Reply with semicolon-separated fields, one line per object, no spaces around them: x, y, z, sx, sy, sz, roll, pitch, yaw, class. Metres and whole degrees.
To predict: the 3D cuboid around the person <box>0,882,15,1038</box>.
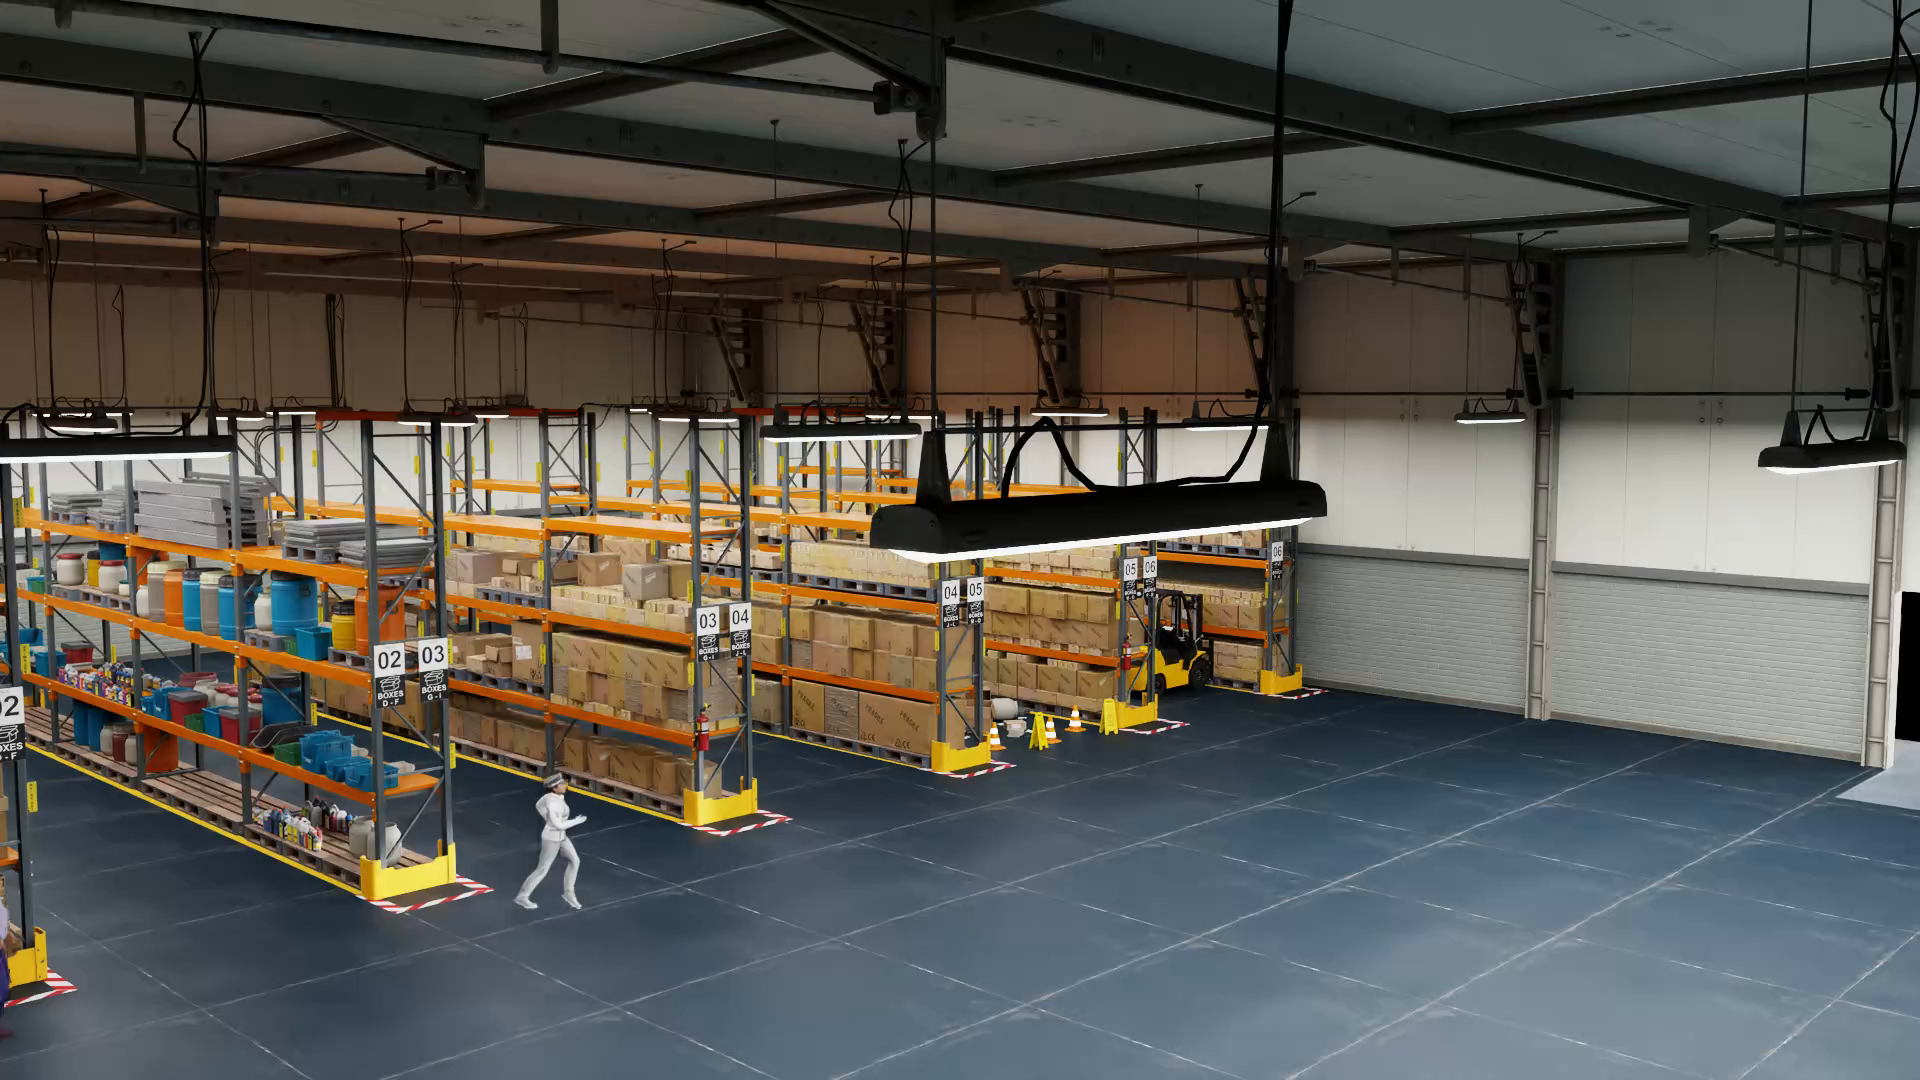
-9.683;4.105;16.460;0.638;1.586;0.644;-1;5;-6;person

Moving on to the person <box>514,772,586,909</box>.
-4.999;3.692;20.316;0.871;1.739;0.621;-1;5;-8;person
